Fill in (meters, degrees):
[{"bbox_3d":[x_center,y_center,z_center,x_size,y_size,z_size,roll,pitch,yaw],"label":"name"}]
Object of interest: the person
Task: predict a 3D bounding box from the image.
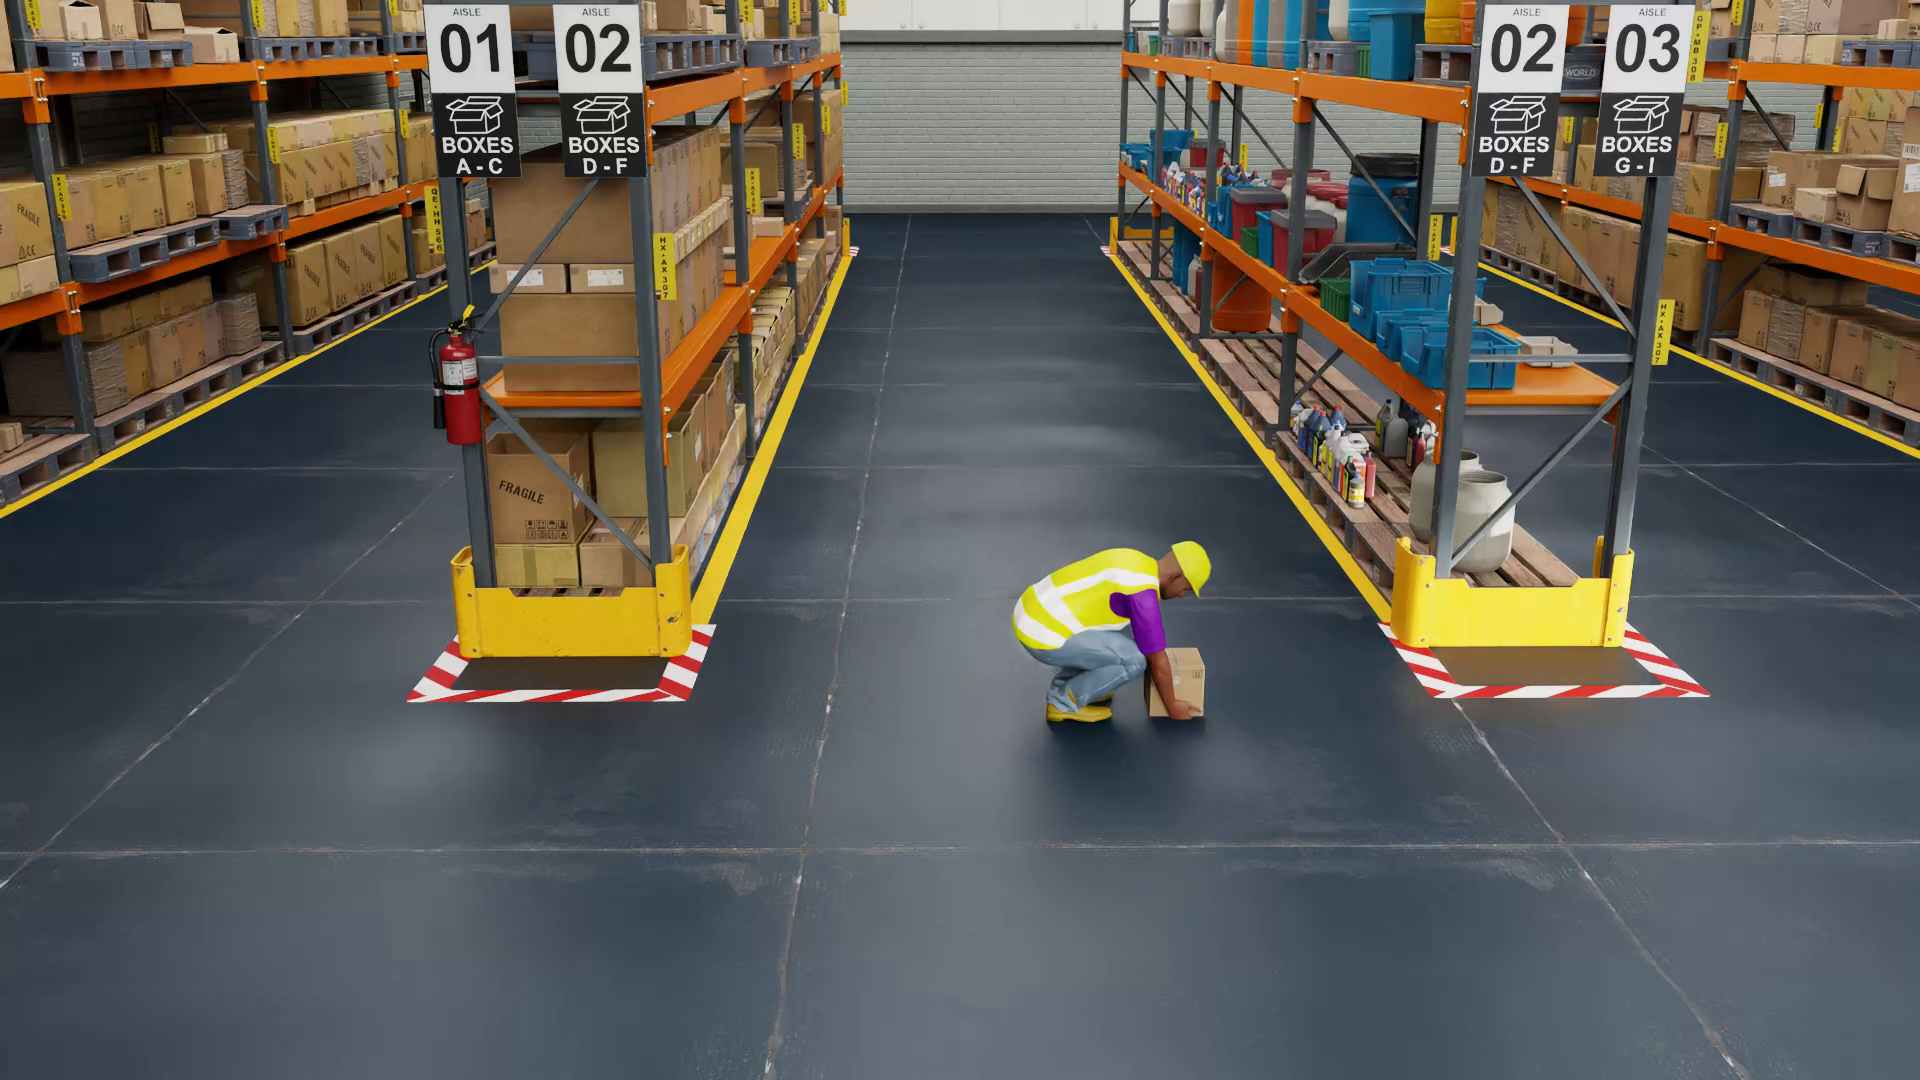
[{"bbox_3d":[0.709,0.450,7.836,0.929,0.893,0.546,0,17,-1],"label":"person"}]
